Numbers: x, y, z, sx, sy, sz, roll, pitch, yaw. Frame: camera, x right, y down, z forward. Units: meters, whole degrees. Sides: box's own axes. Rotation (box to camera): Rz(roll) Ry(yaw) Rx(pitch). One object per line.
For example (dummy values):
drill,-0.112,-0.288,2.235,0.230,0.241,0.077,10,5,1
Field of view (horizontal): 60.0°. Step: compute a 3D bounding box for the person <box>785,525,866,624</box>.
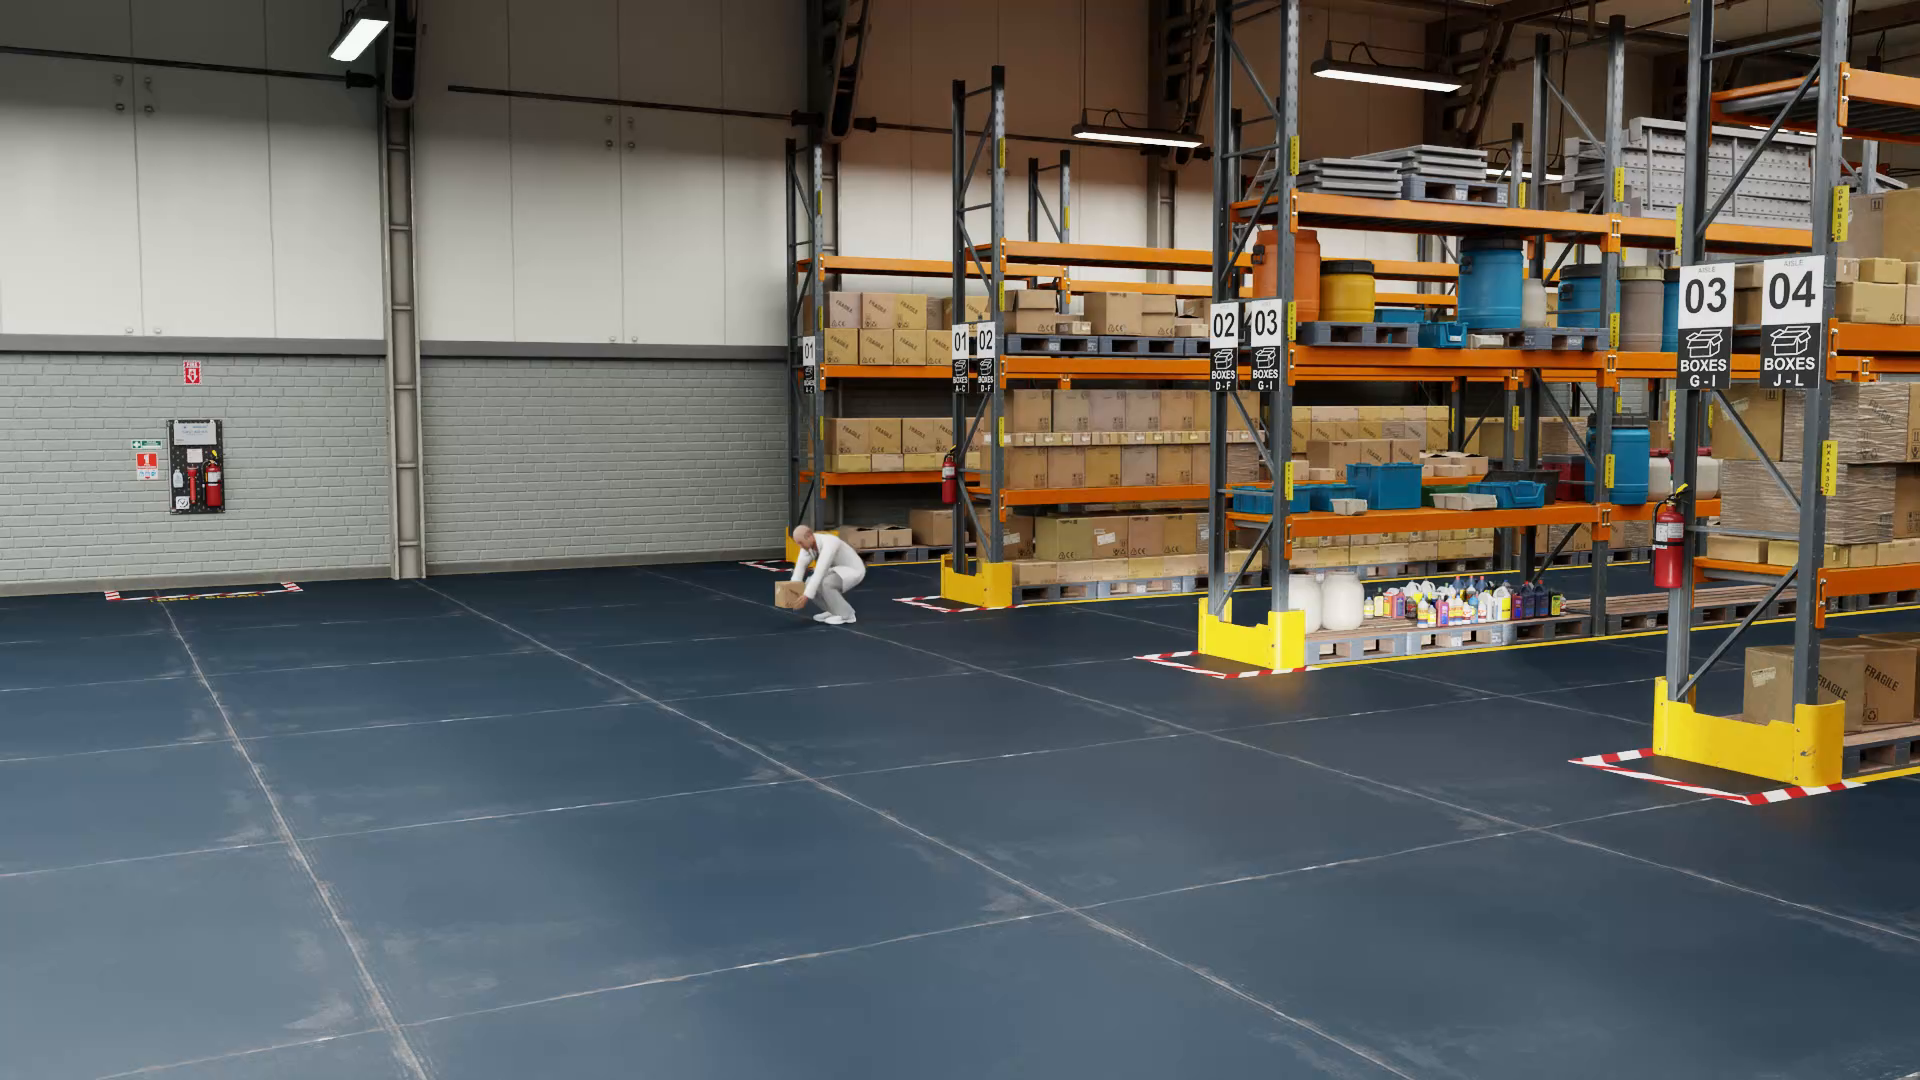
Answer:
person,-1.406,0.360,17.380,0.899,1.029,0.613,-3,6,-29
